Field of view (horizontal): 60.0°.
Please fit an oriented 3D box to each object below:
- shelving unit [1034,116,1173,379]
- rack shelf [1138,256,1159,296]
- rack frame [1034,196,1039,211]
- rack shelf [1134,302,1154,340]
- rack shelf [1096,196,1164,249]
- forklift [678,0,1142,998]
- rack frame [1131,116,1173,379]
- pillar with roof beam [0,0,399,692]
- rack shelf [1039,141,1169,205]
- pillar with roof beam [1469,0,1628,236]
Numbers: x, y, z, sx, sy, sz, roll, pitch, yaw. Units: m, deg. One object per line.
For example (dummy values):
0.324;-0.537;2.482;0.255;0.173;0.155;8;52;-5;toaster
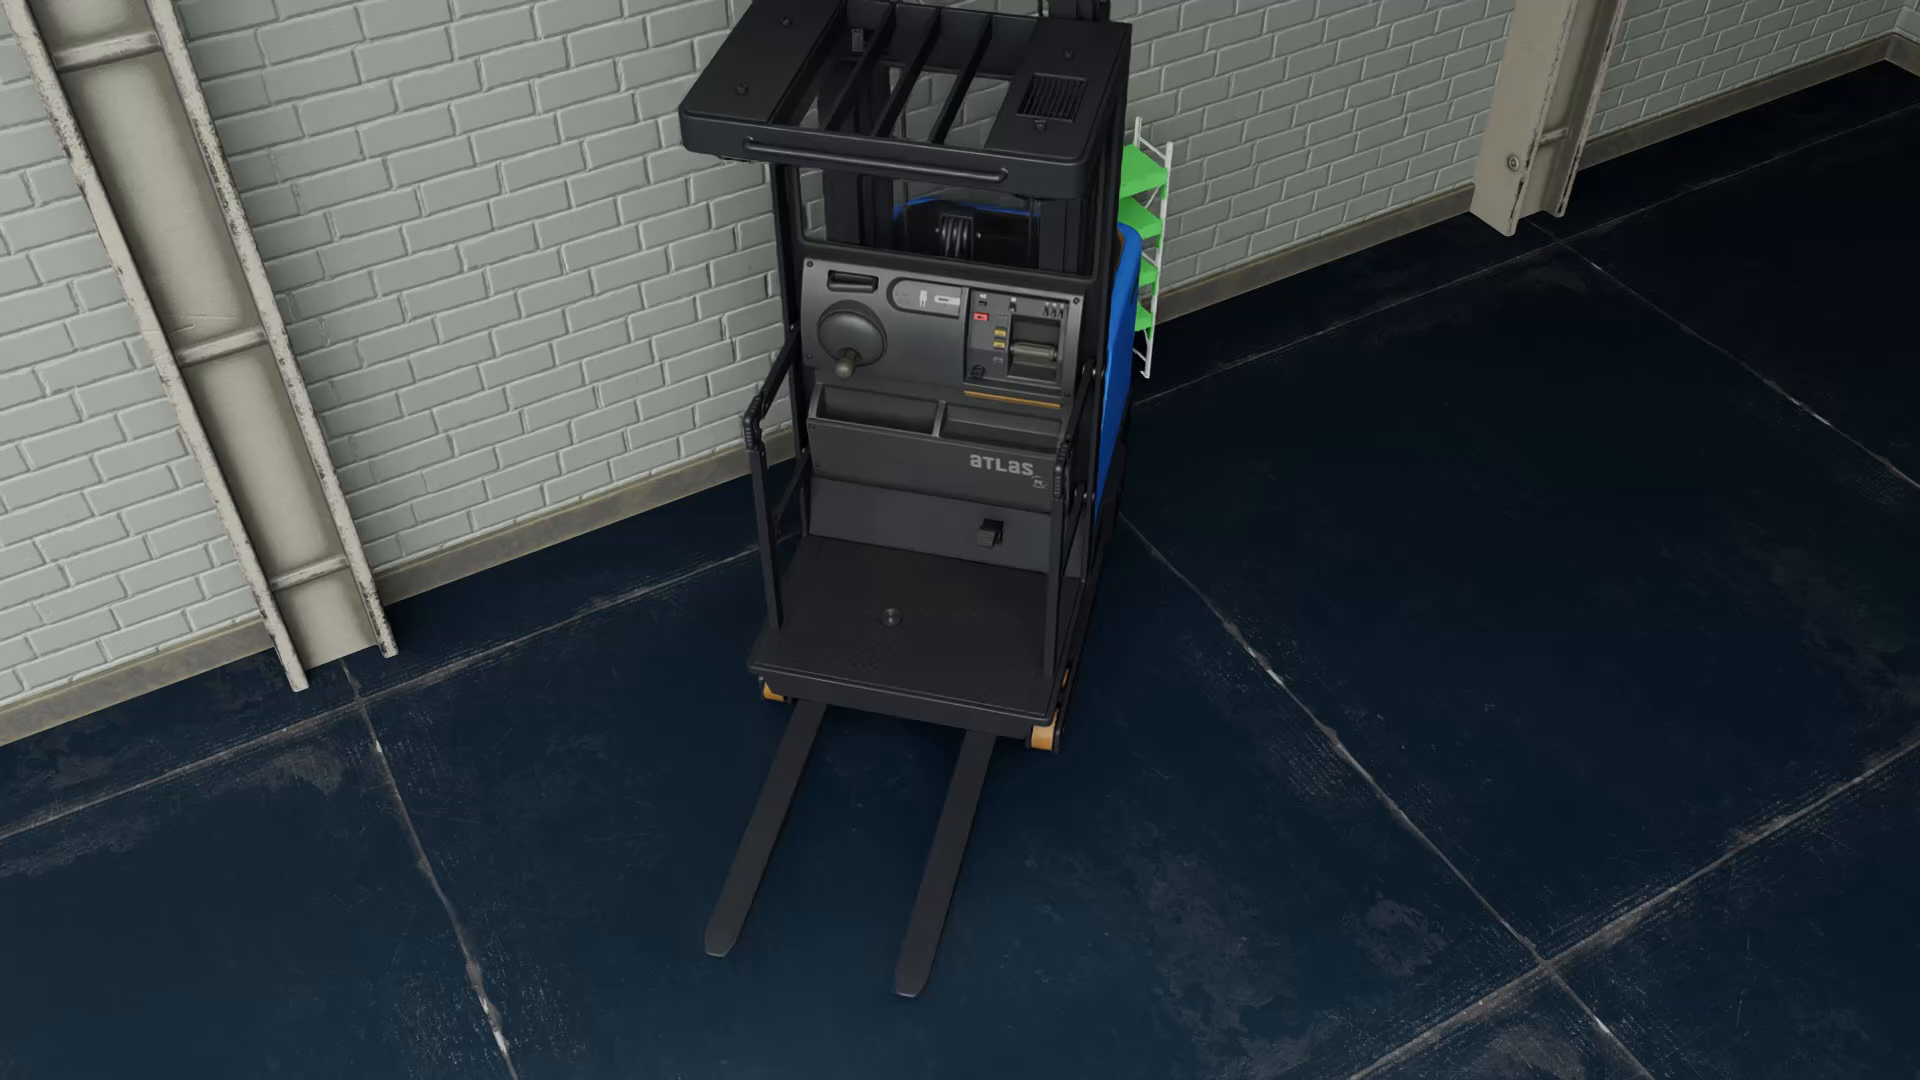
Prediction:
0.577;-1.145;7.068;0.503;1.200;0.258;-22;48;-21;shelving unit
0.577;-1.099;7.113;0.480;0.148;0.258;-22;48;-21;rack shelf
0.367;-1.058;6.979;0.015;1.200;0.240;-22;48;-21;rack frame
0.577;-0.927;7.280;0.480;0.148;0.258;-22;48;-21;rack shelf
0.577;-1.271;6.945;0.480;0.148;0.258;-22;48;-21;rack shelf
-0.112;-0.593;5.257;1.130;2.935;3.031;9;45;9;forklift
0.787;-1.231;7.157;0.015;1.200;0.240;-22;48;-21;rack frame
-0.229;-0.225;0.521;0.400;9.000;9.100;-22;48;-21;pillar with roof beam
0.577;-1.443;6.778;0.480;0.148;0.258;-22;48;-21;rack shelf
4.973;-2.307;2.666;0.400;9.000;9.100;-22;48;-21;pillar with roof beam
